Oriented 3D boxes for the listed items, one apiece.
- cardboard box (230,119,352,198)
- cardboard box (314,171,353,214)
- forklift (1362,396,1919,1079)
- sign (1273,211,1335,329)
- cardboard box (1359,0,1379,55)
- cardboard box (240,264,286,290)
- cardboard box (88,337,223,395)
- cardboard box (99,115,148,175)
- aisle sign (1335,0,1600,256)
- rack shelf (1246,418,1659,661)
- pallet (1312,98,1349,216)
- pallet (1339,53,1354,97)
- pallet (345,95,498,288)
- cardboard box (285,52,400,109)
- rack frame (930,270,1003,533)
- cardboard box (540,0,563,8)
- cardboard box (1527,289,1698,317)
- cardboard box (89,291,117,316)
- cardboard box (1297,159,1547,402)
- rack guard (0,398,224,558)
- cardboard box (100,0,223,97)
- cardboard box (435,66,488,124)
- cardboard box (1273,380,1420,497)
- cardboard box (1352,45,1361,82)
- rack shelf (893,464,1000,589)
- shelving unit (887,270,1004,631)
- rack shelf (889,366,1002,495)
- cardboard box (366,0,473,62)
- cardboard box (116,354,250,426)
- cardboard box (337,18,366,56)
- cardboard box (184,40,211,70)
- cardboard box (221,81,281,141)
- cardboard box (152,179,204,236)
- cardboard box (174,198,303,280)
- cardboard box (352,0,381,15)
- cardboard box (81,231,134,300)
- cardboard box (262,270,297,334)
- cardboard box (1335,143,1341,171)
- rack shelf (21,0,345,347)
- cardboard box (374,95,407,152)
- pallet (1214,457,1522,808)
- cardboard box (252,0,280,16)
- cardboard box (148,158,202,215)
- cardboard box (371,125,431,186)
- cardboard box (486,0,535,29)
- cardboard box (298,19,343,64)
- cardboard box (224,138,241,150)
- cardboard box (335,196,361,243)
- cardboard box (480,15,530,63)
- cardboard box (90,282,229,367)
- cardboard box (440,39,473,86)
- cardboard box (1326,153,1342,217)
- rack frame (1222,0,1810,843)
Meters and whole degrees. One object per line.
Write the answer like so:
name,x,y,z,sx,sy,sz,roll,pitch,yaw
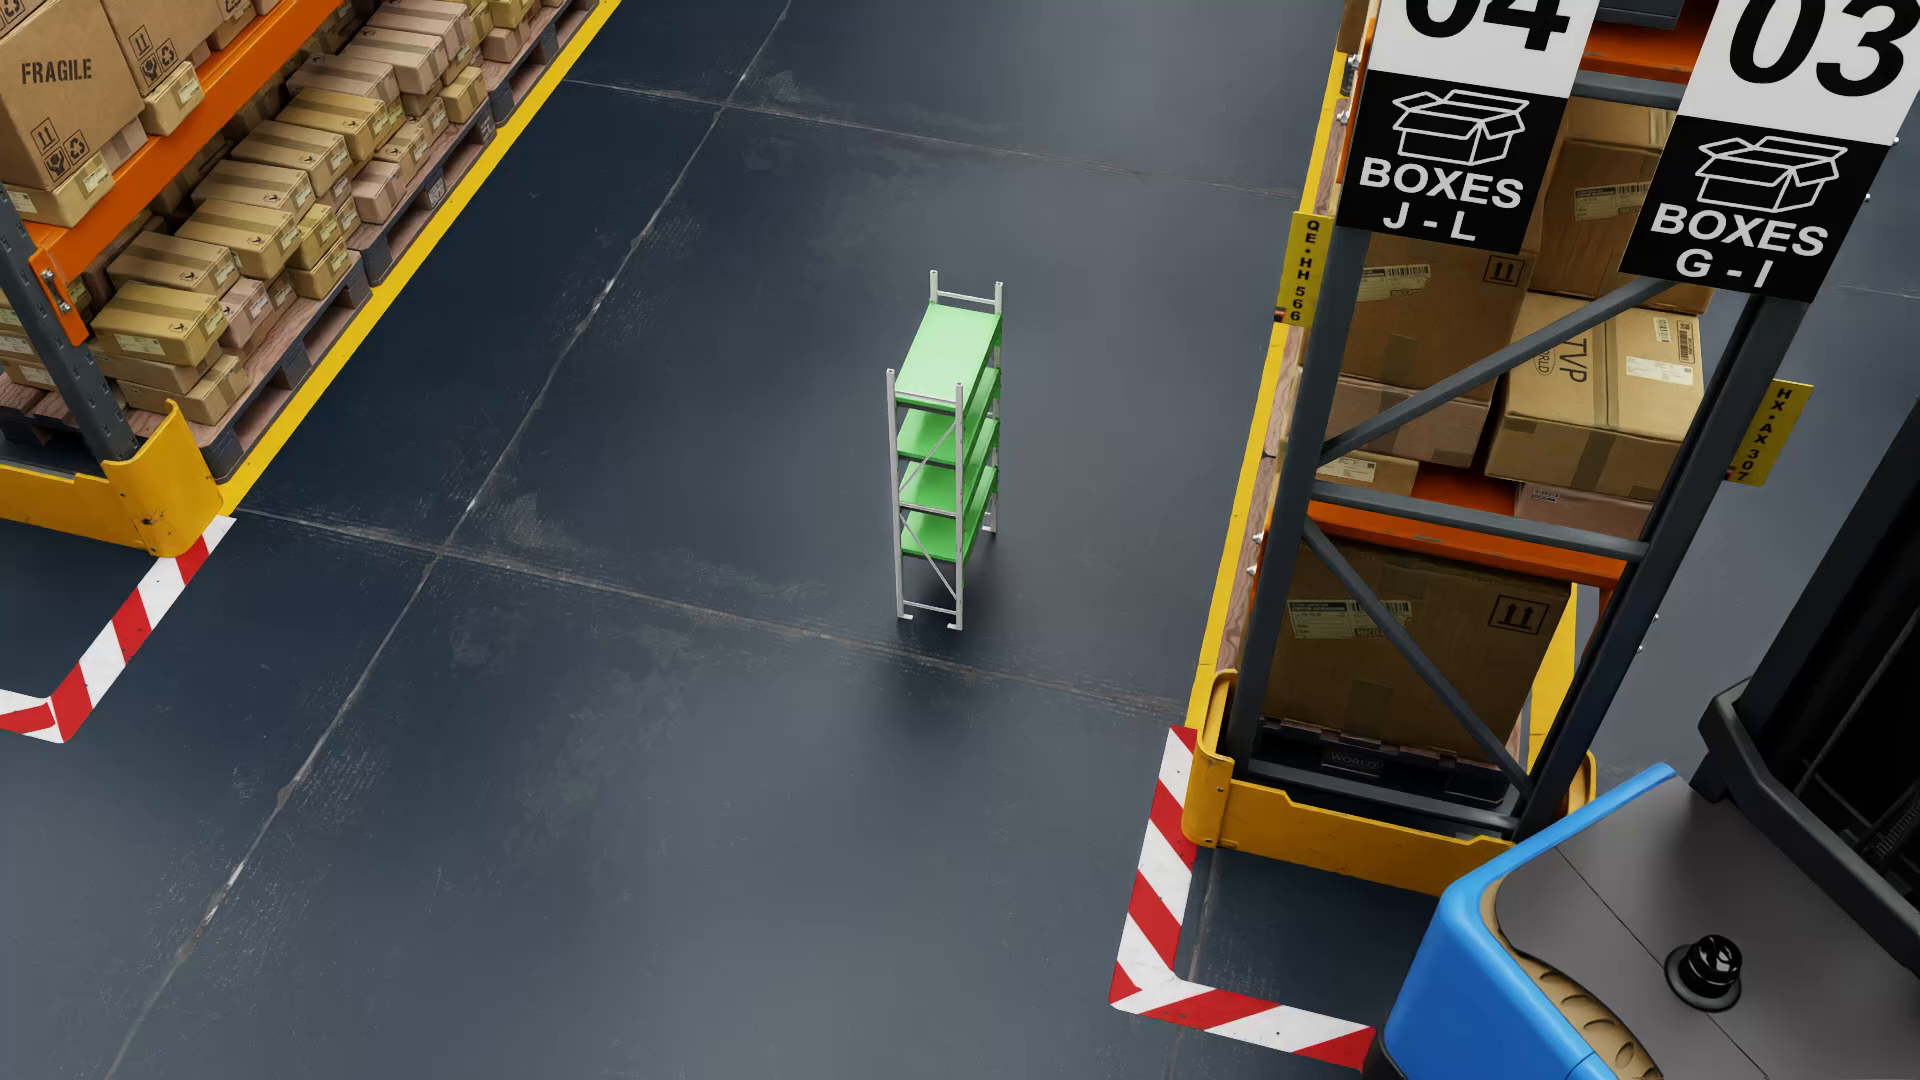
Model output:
cardboard box,-2.758,-1.577,6.865,0.380,0.149,0.250,13,50,12
cardboard box,-2.796,-1.476,6.975,0.380,0.149,0.250,9,49,8
forklift,2.694,0.361,3.976,3.031,2.935,1.130,-24,53,-19
sign,0.802,-0.624,3.870,0.100,0.325,0.005,12,50,10
cardboard box,1.594,-1.610,5.572,0.500,0.250,0.500,12,50,10
cardboard box,-2.946,-1.101,6.644,0.380,0.149,0.250,12,50,11
cardboard box,-3.052,-0.720,6.308,0.380,0.149,0.250,13,50,12
cardboard box,-3.009,-1.376,5.632,0.380,0.149,0.250,13,50,11
aisle sign,1.013,-0.913,3.321,0.394,0.787,0.004,12,50,10
rack shelf,1.848,-1.254,5.836,1.077,0.370,4.000,12,50,10
pallet,2.099,-1.482,7.417,1.003,0.211,1.213,12,50,10
pallet,2.505,-2.589,8.394,1.003,0.211,1.213,12,50,10
pallet,-2.846,-1.690,7.601,1.003,0.211,1.213,12,50,10
cardboard box,-2.670,-1.959,7.202,0.380,0.149,0.250,12,50,10
rack frame,0.021,-0.454,5.850,0.240,1.200,0.015,12,50,10
cardboard box,-2.159,-2.836,8.373,0.380,0.149,0.250,12,50,11
cardboard box,1.839,-0.766,4.827,0.500,0.250,0.500,11,49,10
cardboard box,-3.453,-1.008,6.562,0.380,0.149,0.250,11,49,9
cardboard box,1.196,-0.747,4.310,0.500,0.500,0.500,12,50,10
rack guard,-3.417,-0.325,6.204,1.175,0.500,0.348,12,50,10
cardboard box,-2.936,-1.891,5.654,0.500,0.500,0.500,12,50,10
cardboard box,-2.431,-2.087,7.713,0.380,0.149,0.250,11,50,10
cardboard box,1.097,-0.285,4.669,0.380,0.149,0.250,12,50,11
cardboard box,1.567,-1.580,5.811,0.380,0.149,0.250,10,49,9
rack shelf,-0.044,-0.076,5.922,0.258,0.148,0.480,12,50,10
shelving unit,-0.044,-0.277,5.694,0.258,1.200,0.503,12,50,10
rack shelf,-0.044,-0.394,5.562,0.258,0.148,0.480,12,50,10
cardboard box,-2.440,-2.314,7.516,0.380,0.149,0.250,9,49,8
cardboard box,-2.990,-0.609,6.408,0.380,0.149,0.250,12,50,11
cardboard box,-2.967,-2.313,7.714,0.380,0.149,0.250,14,50,12
cardboard box,-2.950,-1.775,5.983,0.380,0.149,0.250,14,50,12
cardboard box,-3.152,-1.855,7.111,0.380,0.149,0.250,10,49,9
cardboard box,-3.268,-1.380,6.890,0.380,0.149,0.250,11,49,10
cardboard box,-2.825,-1.182,6.517,0.380,0.149,0.250,11,50,10
cardboard box,-2.870,-2.602,7.770,0.380,0.149,0.250,10,49,9
cardboard box,-3.421,-1.093,6.439,0.380,0.149,0.250,12,50,11
cardboard box,-2.942,-0.995,6.749,0.380,0.149,0.250,12,50,10
cardboard box,1.433,-1.212,5.486,0.380,0.149,0.250,12,50,10
rack shelf,-2.911,-2.306,6.765,1.077,0.370,4.000,12,50,10
cardboard box,-2.683,-1.874,7.326,0.380,0.149,0.250,14,50,12
pallet,1.456,0.283,5.859,1.003,0.211,1.213,12,50,10
cardboard box,-2.763,-2.139,6.305,0.380,0.149,0.250,11,49,9
cardboard box,-3.346,-1.481,6.781,0.380,0.149,0.250,10,49,9
cardboard box,-2.596,-1.731,7.398,0.380,0.149,0.250,12,50,10
cardboard box,-2.273,-2.599,7.966,0.380,0.149,0.250,10,49,9
cardboard box,-3.008,-2.220,7.434,0.380,0.149,0.250,10,49,8
cardboard box,-3.229,-1.765,7.230,0.380,0.149,0.250,14,50,12
cardboard box,-2.794,-1.362,7.073,0.380,0.149,0.250,12,50,10
cardboard box,-2.315,-2.460,8.042,0.380,0.149,0.250,10,49,9
cardboard box,-2.971,-0.802,6.182,0.380,0.149,0.250,10,49,8
cardboard box,-2.482,-2.249,7.657,0.380,0.149,0.250,13,50,11
cardboard box,1.327,-0.864,4.914,0.500,0.250,0.500,11,49,9
rack frame,1.321,-0.046,4.290,1.000,3.000,0.127,12,50,10
